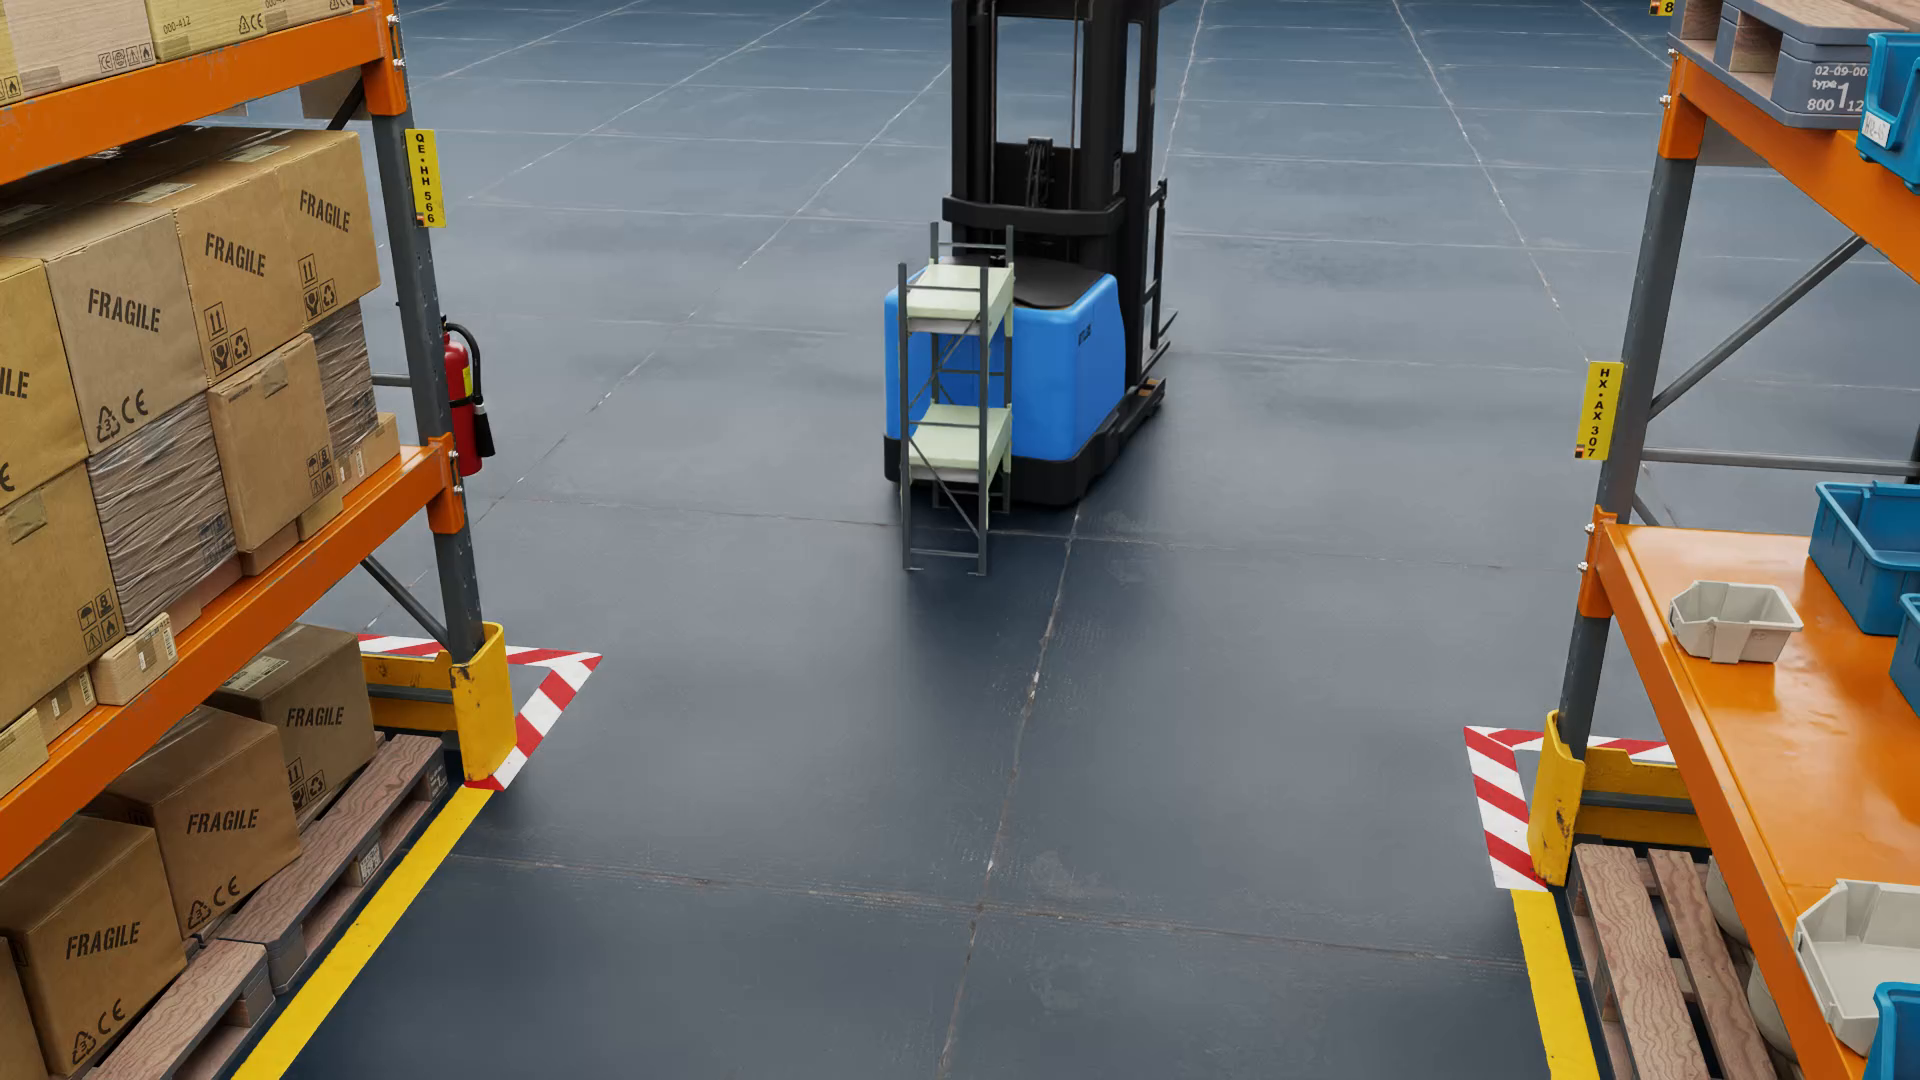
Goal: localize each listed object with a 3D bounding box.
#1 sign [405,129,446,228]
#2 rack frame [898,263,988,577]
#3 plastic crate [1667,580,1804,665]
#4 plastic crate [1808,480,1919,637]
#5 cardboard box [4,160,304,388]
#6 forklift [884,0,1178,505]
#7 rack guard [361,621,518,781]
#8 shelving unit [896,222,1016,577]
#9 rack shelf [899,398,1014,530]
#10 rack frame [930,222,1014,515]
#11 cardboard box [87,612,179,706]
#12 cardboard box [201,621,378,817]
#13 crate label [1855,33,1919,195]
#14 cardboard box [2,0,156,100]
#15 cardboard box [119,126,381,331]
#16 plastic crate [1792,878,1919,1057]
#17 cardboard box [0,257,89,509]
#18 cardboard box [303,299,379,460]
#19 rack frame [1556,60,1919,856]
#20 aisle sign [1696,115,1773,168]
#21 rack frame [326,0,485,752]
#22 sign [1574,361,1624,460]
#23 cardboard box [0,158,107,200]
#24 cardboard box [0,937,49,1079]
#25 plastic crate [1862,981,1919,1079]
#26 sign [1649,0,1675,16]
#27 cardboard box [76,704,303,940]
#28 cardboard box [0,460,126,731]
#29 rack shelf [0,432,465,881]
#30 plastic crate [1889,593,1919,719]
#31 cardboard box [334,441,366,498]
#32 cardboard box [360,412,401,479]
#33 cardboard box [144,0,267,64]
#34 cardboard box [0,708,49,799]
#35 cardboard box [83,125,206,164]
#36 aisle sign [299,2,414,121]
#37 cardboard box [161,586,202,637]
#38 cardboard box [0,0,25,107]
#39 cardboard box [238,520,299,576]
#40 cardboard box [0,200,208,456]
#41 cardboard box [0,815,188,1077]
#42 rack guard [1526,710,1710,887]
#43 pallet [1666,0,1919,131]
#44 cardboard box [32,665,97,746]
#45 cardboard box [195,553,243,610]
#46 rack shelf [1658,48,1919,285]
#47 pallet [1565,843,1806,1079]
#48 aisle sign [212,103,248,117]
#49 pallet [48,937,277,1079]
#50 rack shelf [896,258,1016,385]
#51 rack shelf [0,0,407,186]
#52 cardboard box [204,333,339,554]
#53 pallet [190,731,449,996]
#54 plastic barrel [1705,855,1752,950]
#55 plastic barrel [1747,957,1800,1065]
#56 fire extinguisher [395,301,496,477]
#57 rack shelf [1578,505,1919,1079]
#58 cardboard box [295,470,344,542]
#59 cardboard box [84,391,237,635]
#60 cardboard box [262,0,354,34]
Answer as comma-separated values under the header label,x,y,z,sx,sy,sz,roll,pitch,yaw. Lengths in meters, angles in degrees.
label,x,y,z,sx,sy,sz,roll,pitch,yaw
sign,-1.782,-1.205,5.548,0.100,0.325,0.005,4,25,9
rack frame,-0.074,-0.523,7.597,0.400,1.500,0.023,4,25,9
plastic crate,2.097,0.230,4.531,0.298,0.136,0.250,4,25,9
plastic crate,2.774,0.056,4.767,0.499,0.251,0.616,4,25,9
cardboard box,-2.248,-0.761,4.688,0.500,0.500,0.500,4,25,9
forklift,0.591,-2.103,9.286,1.130,2.935,3.031,9,27,18
rack guard,-2.338,0.580,6.422,1.175,0.500,0.348,4,25,9
shelving unit,-0.009,-0.675,7.923,0.431,1.500,0.755,4,25,9
rack shelf,-0.009,-0.380,8.061,0.431,0.370,0.720,4,25,9
rack frame,0.057,-0.828,8.249,0.400,1.500,0.023,4,25,9
cardboard box,-2.310,0.298,4.372,0.380,0.149,0.250,4,25,9
cardboard box,-2.445,0.618,5.846,0.500,0.500,0.500,9,27,18
crate label,1.928,-0.772,2.999,0.502,0.251,0.408,4,25,9
cardboard box,-2.325,-1.233,3.984,0.500,0.250,0.500,5,25,10
cardboard box,-2.172,-0.970,5.136,0.500,0.500,0.500,4,25,9
plastic crate,1.922,0.855,3.197,0.530,0.136,0.437,4,25,9
cardboard box,-2.422,-0.343,3.796,0.500,0.500,0.500,4,25,9
cardboard box,-2.443,-0.536,5.389,0.875,0.500,0.500,4,25,9
rack frame,2.560,-0.241,5.227,1.000,3.000,0.127,4,25,9
aisle sign,2.283,-1.469,4.784,0.394,0.787,0.004,4,25,9
rack frame,-2.326,-0.584,5.960,1.000,3.000,0.127,4,25,9
sign,2.018,-0.406,5.254,0.100,0.325,0.005,4,25,9
cardboard box,-2.773,-0.797,4.767,0.500,0.500,0.500,4,25,9
cardboard box,-2.765,1.361,4.258,0.500,0.500,0.500,2,25,4
plastic crate,1.820,1.017,2.714,0.499,0.251,0.616,4,25,9
sign,2.018,-1.644,4.675,0.100,0.325,0.005,4,25,9
cardboard box,-2.509,0.870,5.306,0.500,0.500,0.500,11,27,22
cardboard box,-2.624,0.096,4.039,0.875,0.500,0.500,4,25,9
rack shelf,-2.653,0.578,4.326,1.077,0.370,4.000,4,25,9
plastic crate,2.662,0.327,4.188,0.499,0.251,0.408,4,25,9
cardboard box,-2.210,-0.233,5.505,0.380,0.149,0.250,4,25,9
cardboard box,-2.169,-0.337,5.728,0.380,0.149,0.250,4,25,9
cardboard box,-2.233,-1.447,4.441,0.500,0.250,0.500,4,25,9
cardboard box,-2.416,0.505,3.929,0.380,0.149,0.250,4,25,9
cardboard box,-2.685,-1.006,5.213,0.500,0.500,0.500,4,25,9
aisle sign,-2.020,-1.767,5.420,0.394,0.787,0.004,4,25,9
cardboard box,-2.357,0.187,4.609,0.380,0.149,0.250,4,25,9
cardboard box,-2.402,-1.022,3.534,0.500,0.250,0.500,4,25,8
cardboard box,-2.257,-0.021,5.053,0.380,0.149,0.250,4,25,9
cardboard box,-2.332,-0.552,4.242,0.500,0.500,0.500,4,25,9
cardboard box,-2.630,1.130,4.750,0.500,0.500,0.500,6,26,13
rack guard,2.594,0.926,5.682,1.175,0.500,0.348,4,25,9
pallet,2.329,-1.175,3.906,1.003,0.211,1.213,4,25,9
cardboard box,-2.420,0.397,4.159,0.380,0.149,0.250,4,25,9
cardboard box,-2.338,0.081,4.836,0.380,0.149,0.250,4,25,9
rack shelf,2.233,-0.437,2.957,1.077,0.370,4.000,4,25,9
pallet,2.456,1.396,5.018,1.003,0.211,1.213,4,25,9
aisle sign,-2.612,-1.808,5.509,0.394,0.787,0.004,4,25,9
pallet,-2.708,1.556,4.676,1.003,0.211,1.213,4,25,9
rack shelf,-0.009,-1.029,7.758,0.431,0.370,0.720,4,25,9
rack shelf,-2.653,-0.781,3.690,1.077,0.370,4.000,4,25,9
cardboard box,-2.406,-0.319,4.924,0.875,0.500,0.500,4,25,9
pallet,-2.506,1.048,5.763,1.003,0.211,1.213,4,25,9
plastic barrel,2.528,0.976,5.066,0.421,0.512,0.421,0,25,0
plastic barrel,2.446,1.186,4.618,0.421,0.512,0.421,0,25,0
fire extinguisher,-1.853,-0.565,6.011,0.296,0.674,0.183,4,25,9
rack shelf,2.233,0.921,3.592,1.077,0.370,4.000,4,25,9
cardboard box,-2.201,-0.124,5.274,0.380,0.149,0.250,4,25,9
cardboard box,-2.531,-0.113,4.484,0.875,0.500,0.500,4,25,9
cardboard box,-2.154,-1.656,4.888,0.500,0.250,0.500,5,25,10
